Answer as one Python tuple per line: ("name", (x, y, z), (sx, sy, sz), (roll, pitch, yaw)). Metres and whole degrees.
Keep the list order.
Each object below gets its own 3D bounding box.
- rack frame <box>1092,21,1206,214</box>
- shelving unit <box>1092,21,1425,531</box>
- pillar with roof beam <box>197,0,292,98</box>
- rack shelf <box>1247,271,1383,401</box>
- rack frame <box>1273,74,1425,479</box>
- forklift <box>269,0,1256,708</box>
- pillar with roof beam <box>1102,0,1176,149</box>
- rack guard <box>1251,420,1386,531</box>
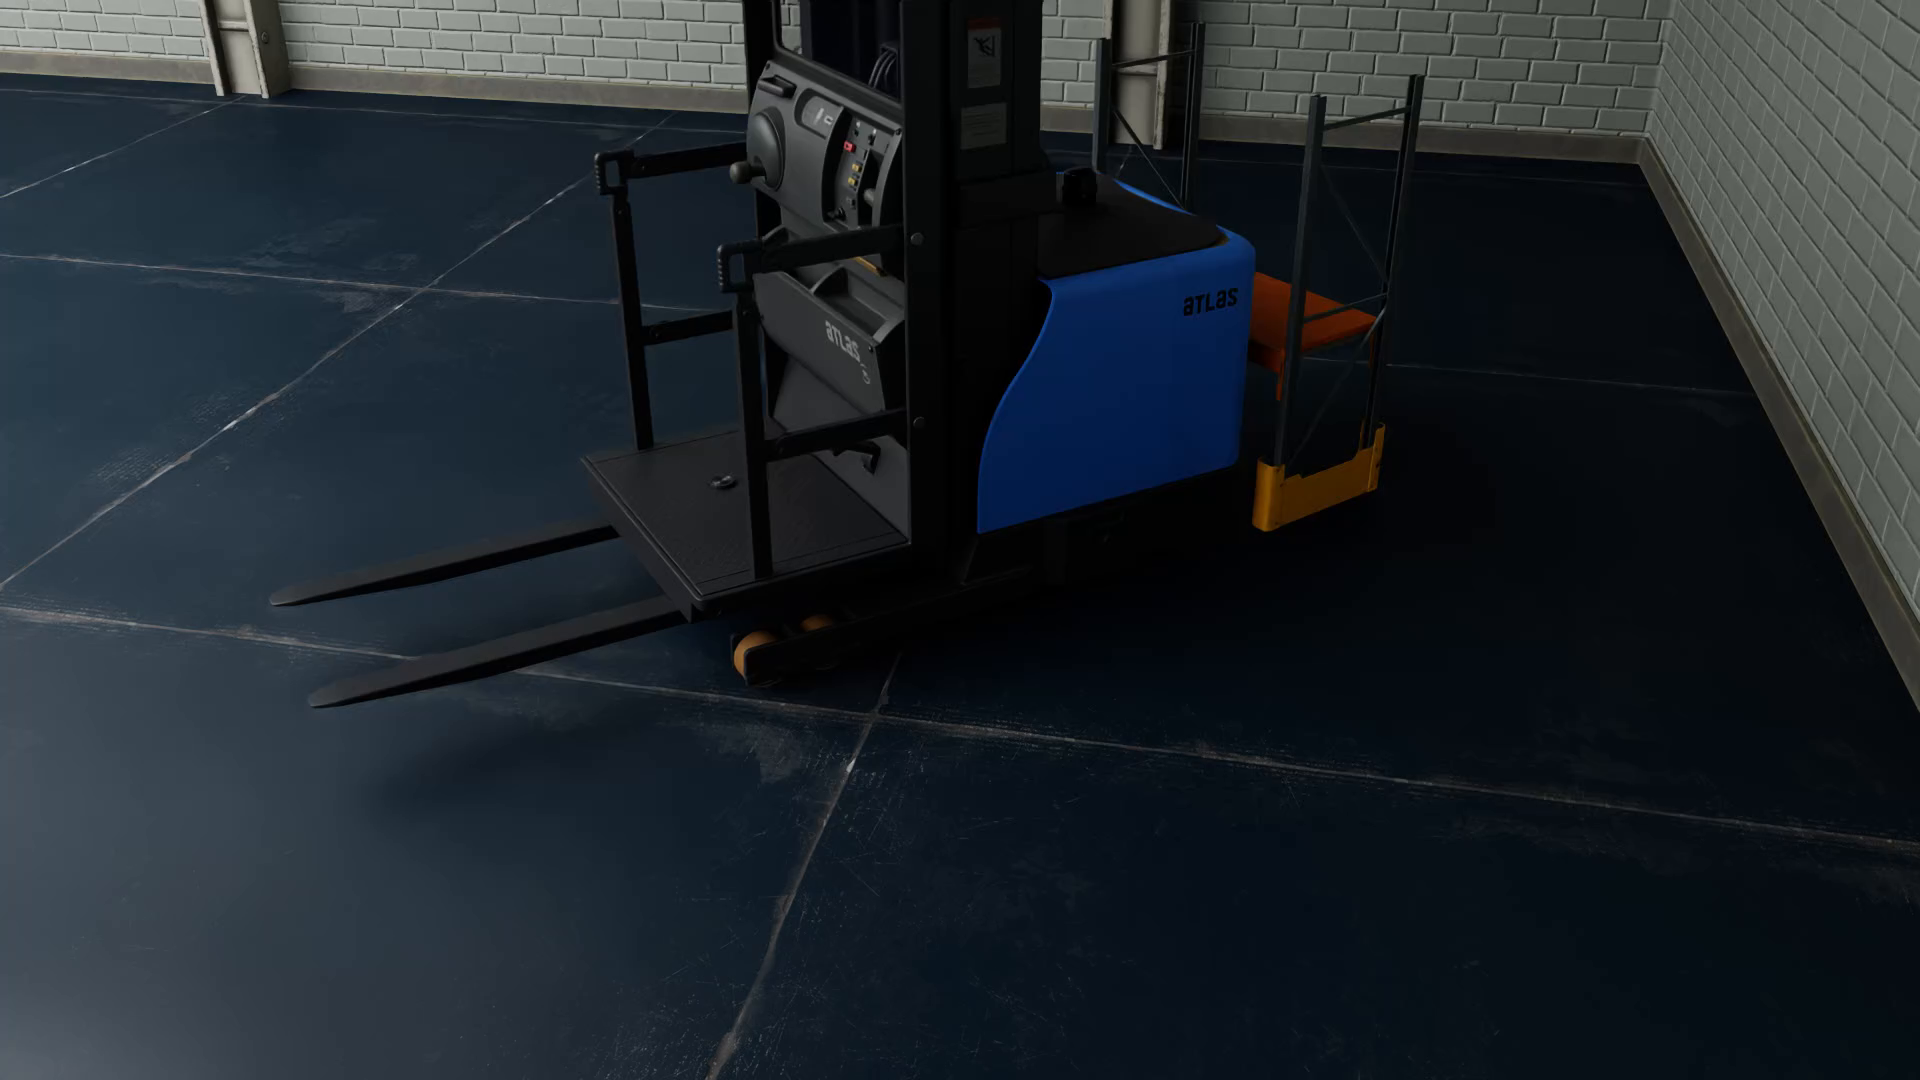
("rack frame", (0.690, -1.170, 6.325), (0.500, 1.500, 0.032), (-19, 34, -31))
("shelving unit", (0.985, -0.976, 5.971), (0.587, 1.500, 1.083), (-19, 34, -31))
("pillar with roof beam", (-5.700, -4.984, 5.483), (0.400, 9.000, 9.100), (6, 29, 11))
("rack shelf", (0.990, -0.815, 6.051), (0.538, 0.185, 1.000), (-19, 34, -31))
("rack frame", (1.290, -0.775, 5.605), (0.500, 1.500, 0.032), (-19, 34, -31))
("forklift", (-0.585, -1.137, 4.775), (3.031, 2.935, 1.130), (-15, 32, -25))
("pillar with roof beam", (0.168, -4.383, 4.384), (0.400, 9.000, 9.100), (6, 29, 11))
("rack guard", (1.279, -0.235, 5.918), (0.587, 0.250, 0.087), (-19, 34, -31))
